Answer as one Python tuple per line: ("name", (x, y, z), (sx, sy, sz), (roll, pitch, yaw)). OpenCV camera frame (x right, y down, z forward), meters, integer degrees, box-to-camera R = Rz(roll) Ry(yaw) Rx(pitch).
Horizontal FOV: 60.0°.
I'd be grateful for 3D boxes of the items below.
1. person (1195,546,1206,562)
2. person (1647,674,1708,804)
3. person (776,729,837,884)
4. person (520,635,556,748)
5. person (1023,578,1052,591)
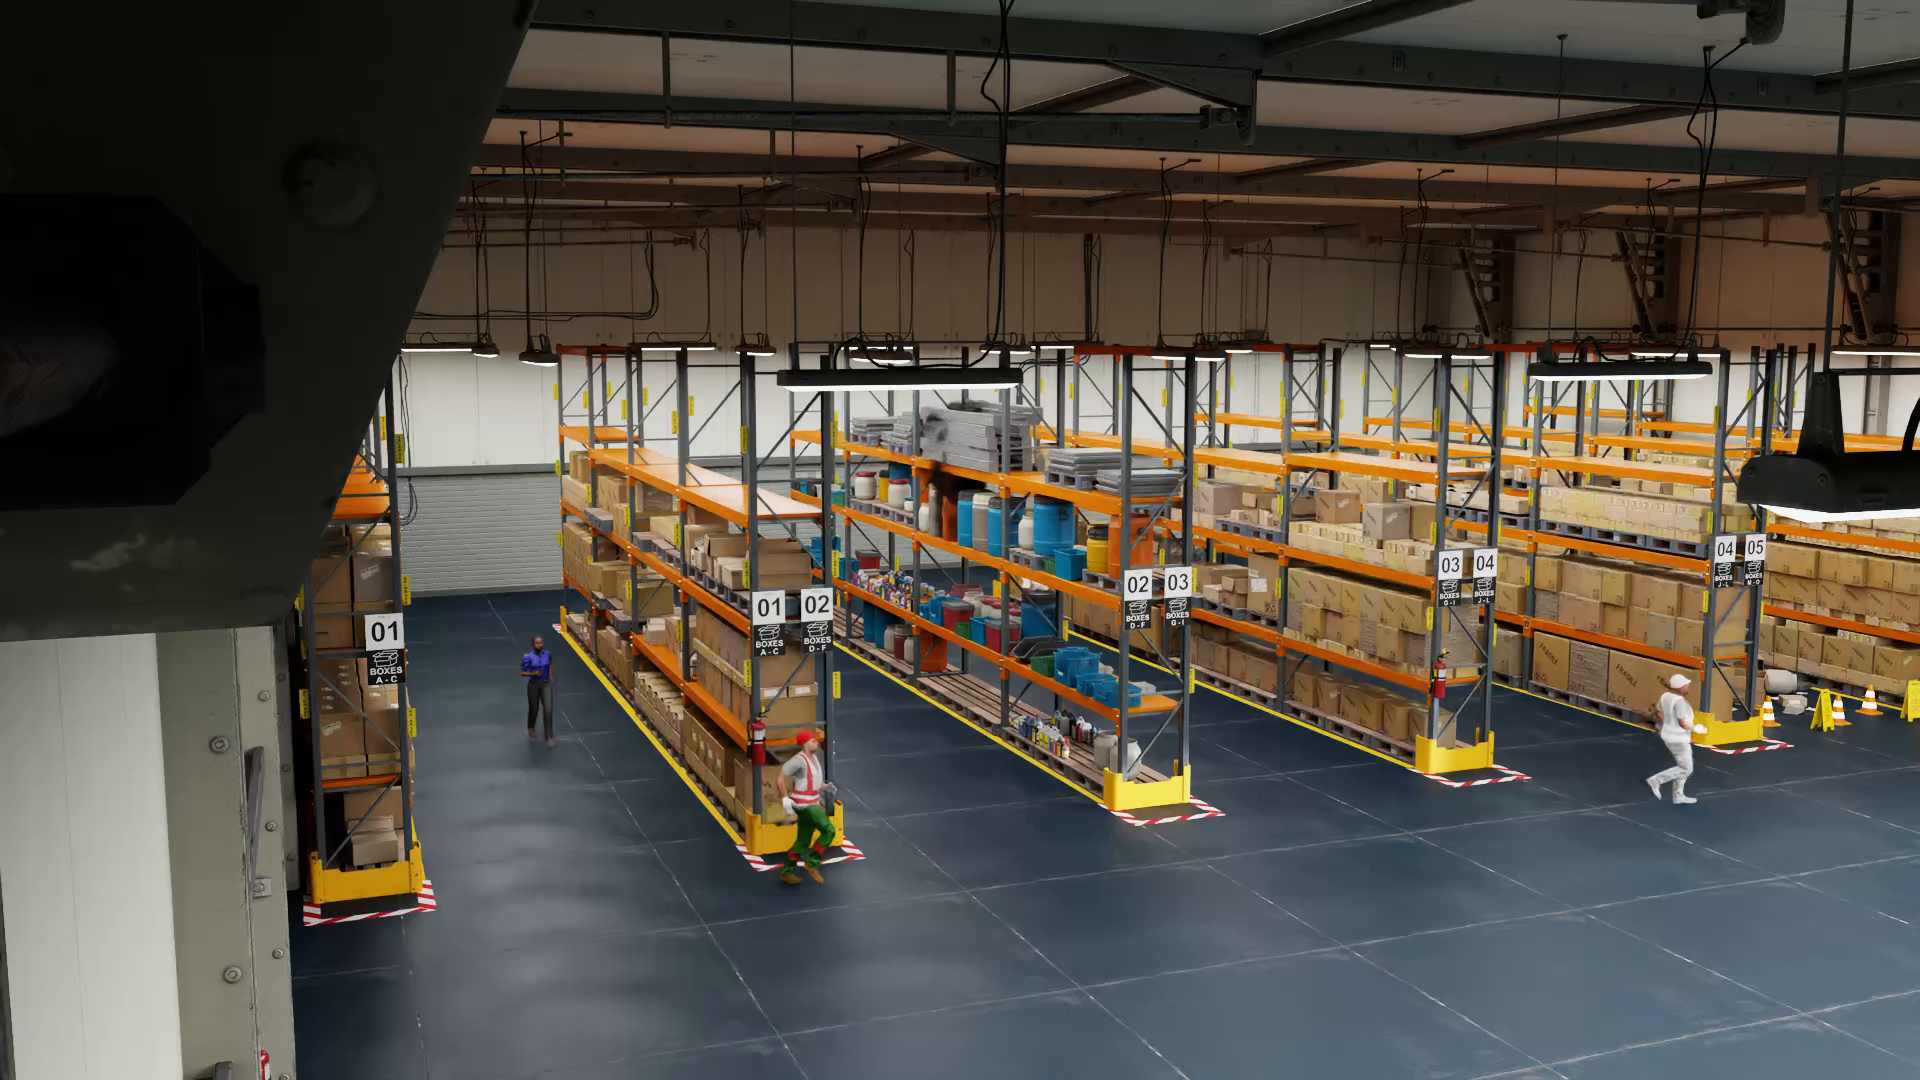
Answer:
("person", (6.159, 0.193, 41.676), (0.576, 1.702, 0.675), (2, 8, 17))
("person", (9.515, 2.657, 22.152), (0.721, 1.761, 0.714), (0, 7, 4))
("person", (-1.717, 3.036, 19.024), (0.667, 1.735, 0.676), (1, 7, 10))
("person", (-6.400, 2.270, 25.309), (0.575, 1.657, 0.909), (-4, 8, -29))
("person", (1.458, 1.214, 31.160), (0.712, 1.824, 0.880), (-3, 8, -25))
